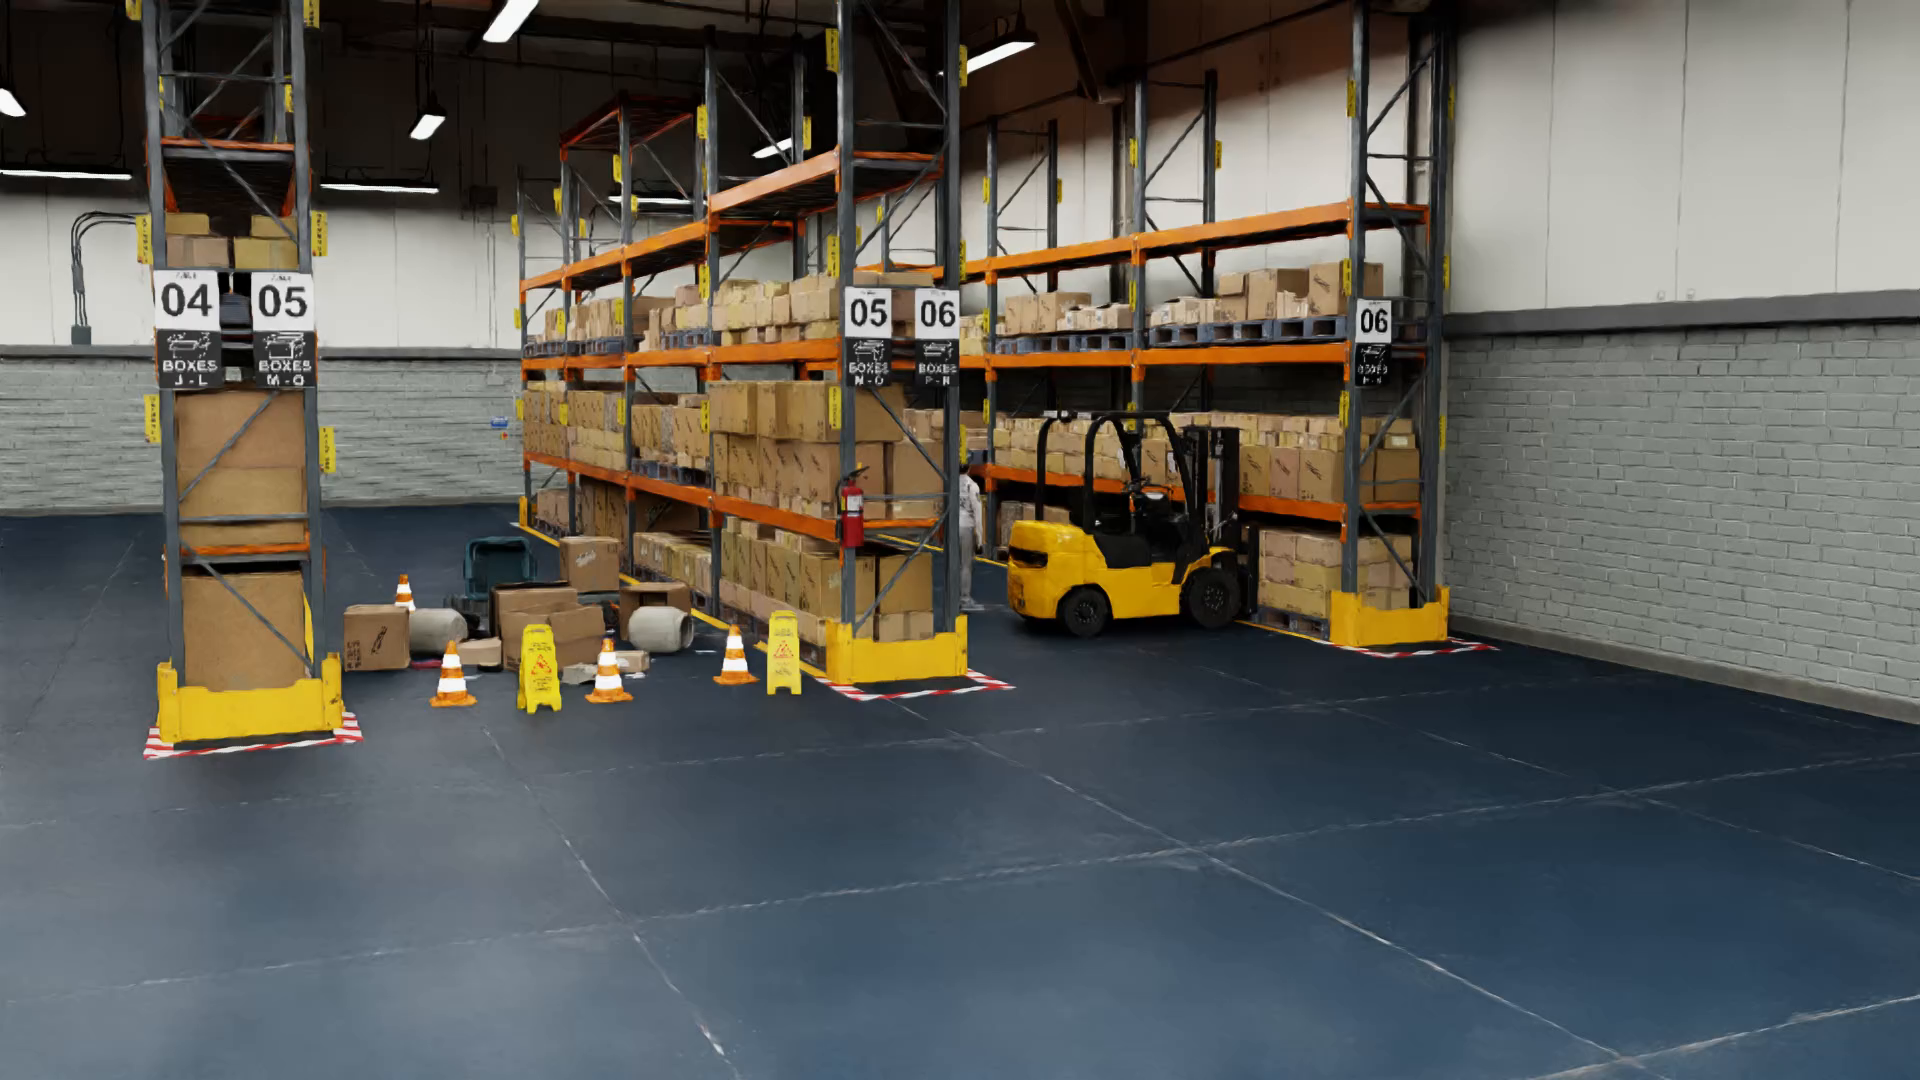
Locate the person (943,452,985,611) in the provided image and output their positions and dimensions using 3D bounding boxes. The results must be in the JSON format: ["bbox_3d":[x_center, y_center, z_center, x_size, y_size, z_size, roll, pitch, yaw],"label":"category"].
[{"bbox_3d":[0.072,-0.096,17.712,0.530,1.686,0.475,4,7,37],"label":"person"}]
